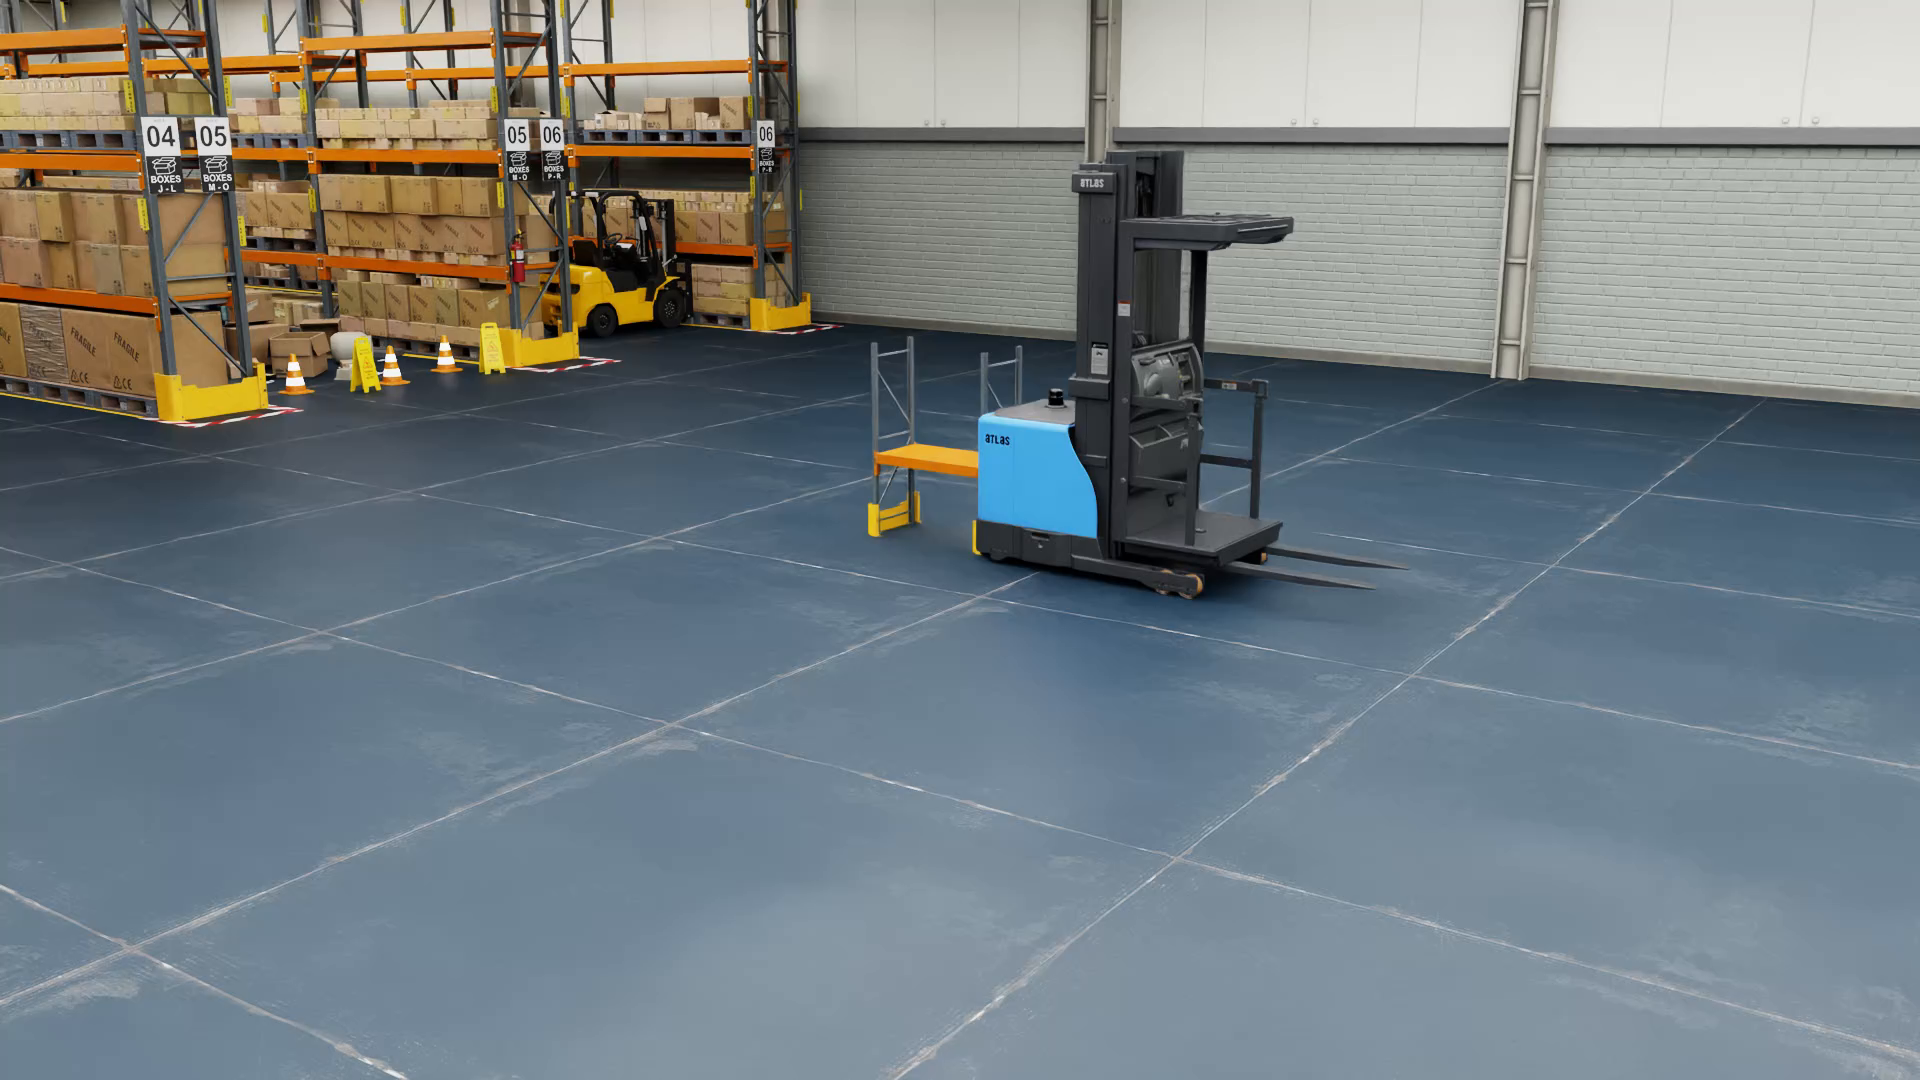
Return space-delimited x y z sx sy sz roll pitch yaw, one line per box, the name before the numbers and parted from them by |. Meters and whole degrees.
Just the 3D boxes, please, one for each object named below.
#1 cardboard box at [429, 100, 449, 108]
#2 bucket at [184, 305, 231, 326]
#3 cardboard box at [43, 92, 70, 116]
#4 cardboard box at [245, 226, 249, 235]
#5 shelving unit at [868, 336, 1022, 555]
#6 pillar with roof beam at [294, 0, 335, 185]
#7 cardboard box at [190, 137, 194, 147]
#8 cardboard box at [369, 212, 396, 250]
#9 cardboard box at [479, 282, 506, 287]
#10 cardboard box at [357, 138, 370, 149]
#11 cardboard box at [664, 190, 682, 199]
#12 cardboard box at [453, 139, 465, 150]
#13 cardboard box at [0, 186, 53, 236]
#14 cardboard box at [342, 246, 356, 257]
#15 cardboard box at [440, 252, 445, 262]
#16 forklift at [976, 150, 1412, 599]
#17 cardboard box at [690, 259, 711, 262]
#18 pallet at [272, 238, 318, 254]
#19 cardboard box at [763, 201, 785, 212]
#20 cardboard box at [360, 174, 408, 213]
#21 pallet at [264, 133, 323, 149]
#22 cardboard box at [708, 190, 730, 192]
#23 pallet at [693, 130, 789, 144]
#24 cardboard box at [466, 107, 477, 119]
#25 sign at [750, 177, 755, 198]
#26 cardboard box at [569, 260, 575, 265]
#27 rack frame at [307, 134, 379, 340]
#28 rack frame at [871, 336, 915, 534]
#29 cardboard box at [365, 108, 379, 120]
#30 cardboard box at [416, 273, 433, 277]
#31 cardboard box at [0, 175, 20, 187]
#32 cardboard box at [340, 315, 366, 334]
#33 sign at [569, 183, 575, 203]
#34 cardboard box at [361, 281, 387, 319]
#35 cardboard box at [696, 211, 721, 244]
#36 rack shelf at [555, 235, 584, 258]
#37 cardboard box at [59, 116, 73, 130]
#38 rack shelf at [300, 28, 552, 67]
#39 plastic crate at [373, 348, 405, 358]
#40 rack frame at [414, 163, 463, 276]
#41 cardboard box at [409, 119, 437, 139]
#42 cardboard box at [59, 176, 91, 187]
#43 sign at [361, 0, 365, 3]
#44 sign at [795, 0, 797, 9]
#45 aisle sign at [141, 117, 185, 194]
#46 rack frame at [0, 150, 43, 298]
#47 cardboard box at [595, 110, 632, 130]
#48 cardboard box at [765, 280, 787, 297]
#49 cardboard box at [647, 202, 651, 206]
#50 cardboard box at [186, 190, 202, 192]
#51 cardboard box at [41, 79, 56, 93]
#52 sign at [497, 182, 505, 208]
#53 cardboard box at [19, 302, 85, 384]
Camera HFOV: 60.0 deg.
cardboard box | -9.050 -7.548 29.540 0.500 0.500 0.500 9 17 33
bucket | -10.243 -3.000 22.349 0.726 0.611 0.620 -10 7 -35
cardboard box | -9.716 -4.798 18.332 0.500 0.250 0.500 9 17 32
cardboard box | -10.803 -4.722 25.303 0.250 0.149 0.380 10 17 35
shelving unit | -0.113 -0.749 12.726 1.083 1.500 0.587 10 17 34
pillar with roof beam | -15.312 -8.800 29.646 0.400 9.000 9.100 9 17 33
cardboard box | -11.502 -6.322 25.670 0.500 0.500 0.700 9 17 33
cardboard box | -7.915 -4.356 23.351 0.500 0.500 0.500 9 17 32
cardboard box | -6.616 -3.343 23.372 0.500 0.500 0.500 8 16 31
cardboard box | -8.203 -5.555 23.301 0.250 0.149 0.380 10 17 34
cardboard box | -4.568 -5.582 26.955 0.250 0.149 0.380 9 17 34
cardboard box | -6.523 -5.269 22.148 0.250 0.149 0.380 10 17 34
cardboard box | -11.355 -3.950 19.980 0.550 0.550 0.875 9 17 33
cardboard box | -8.643 -4.159 23.903 0.250 0.149 0.380 10 17 34
cardboard box | -6.912 -3.901 22.862 0.250 0.149 0.380 9 17 34
forklift | 1.613 -1.171 11.454 3.031 2.935 1.130 10 17 34
cardboard box | -4.417 -4.526 27.633 0.500 0.250 0.500 9 16 32
pallet | -9.517 -4.449 24.951 1.213 0.211 1.003 9 17 33
cardboard box | -3.014 -5.325 26.533 0.250 0.149 0.380 9 16 31
cardboard box | -7.906 -4.841 23.228 0.500 0.500 0.700 9 16 32
pallet | -9.416 -5.879 24.479 1.003 0.211 1.213 9 17 33
cardboard box | -3.892 -5.600 27.028 0.250 0.149 0.380 10 17 35
pallet | -3.450 -6.377 26.284 1.213 0.211 1.003 9 17 33
cardboard box | -6.282 -5.624 21.920 0.250 0.149 0.380 10 17 34
sign | -3.192 -5.435 25.633 0.005 0.325 0.100 9 17 33
cardboard box | -6.636 -4.519 28.906 0.625 0.625 0.875 10 17 35
rack frame | -8.964 -4.410 24.397 0.127 3.000 1.000 9 17 33
rack frame | -0.520 -0.818 13.006 0.032 1.500 0.500 10 17 34
cardboard box | -8.001 -5.894 23.012 0.250 0.149 0.380 9 16 31
cardboard box | -9.986 -4.941 30.870 0.500 0.500 0.500 10 17 34
cardboard box | -16.147 -6.025 28.632 0.500 0.500 0.500 9 17 32
cardboard box | -8.625 -3.146 24.140 0.500 0.250 0.500 8 16 30
sign | -6.491 -5.815 27.825 0.005 0.325 0.100 9 17 33
cardboard box | -8.174 -3.441 23.769 0.500 0.500 0.500 10 17 35
cardboard box | -3.858 -4.998 26.562 0.500 0.500 0.500 10 17 35
rack shelf | -7.856 -5.320 29.567 4.000 0.370 1.077 9 17 33
cardboard box | -9.633 -4.573 18.254 0.250 0.149 0.380 9 16 32
rack shelf | -7.304 -6.703 22.679 4.000 0.370 1.077 9 17 33
plastic crate | -8.118 -2.619 23.237 0.583 0.080 0.402 3 14 14
rack frame | -9.516 -5.937 30.564 0.127 3.000 1.000 9 17 33
cardboard box | -7.069 -5.553 22.463 0.500 0.250 0.500 10 17 34
cardboard box | -14.545 -5.770 27.602 0.500 0.500 0.500 9 16 31
sign | -8.645 -7.920 23.981 0.005 0.325 0.100 9 17 33
sign | -2.562 -8.416 25.822 0.005 0.325 0.100 9 17 33
aisle sign | -8.432 -4.066 17.596 0.004 0.787 0.394 9 17 33
rack frame | -11.642 -3.410 20.355 0.127 3.000 1.000 9 17 33
cardboard box | -5.642 -6.906 27.338 0.500 0.311 0.500 10 17 34
cardboard box | -3.152 -4.080 26.872 0.500 0.250 0.500 10 17 34
cardboard box | -5.033 -5.491 27.206 0.250 0.149 0.380 9 16 31
cardboard box | -11.602 -5.169 25.759 0.500 0.500 0.500 10 17 36
cardboard box | -9.847 -4.995 18.298 0.250 0.149 0.380 9 16 32
sign | -5.971 -4.481 21.617 0.005 0.325 0.100 9 17 33
cardboard box | -10.409 -2.364 19.678 0.875 0.875 0.875 9 17 33
